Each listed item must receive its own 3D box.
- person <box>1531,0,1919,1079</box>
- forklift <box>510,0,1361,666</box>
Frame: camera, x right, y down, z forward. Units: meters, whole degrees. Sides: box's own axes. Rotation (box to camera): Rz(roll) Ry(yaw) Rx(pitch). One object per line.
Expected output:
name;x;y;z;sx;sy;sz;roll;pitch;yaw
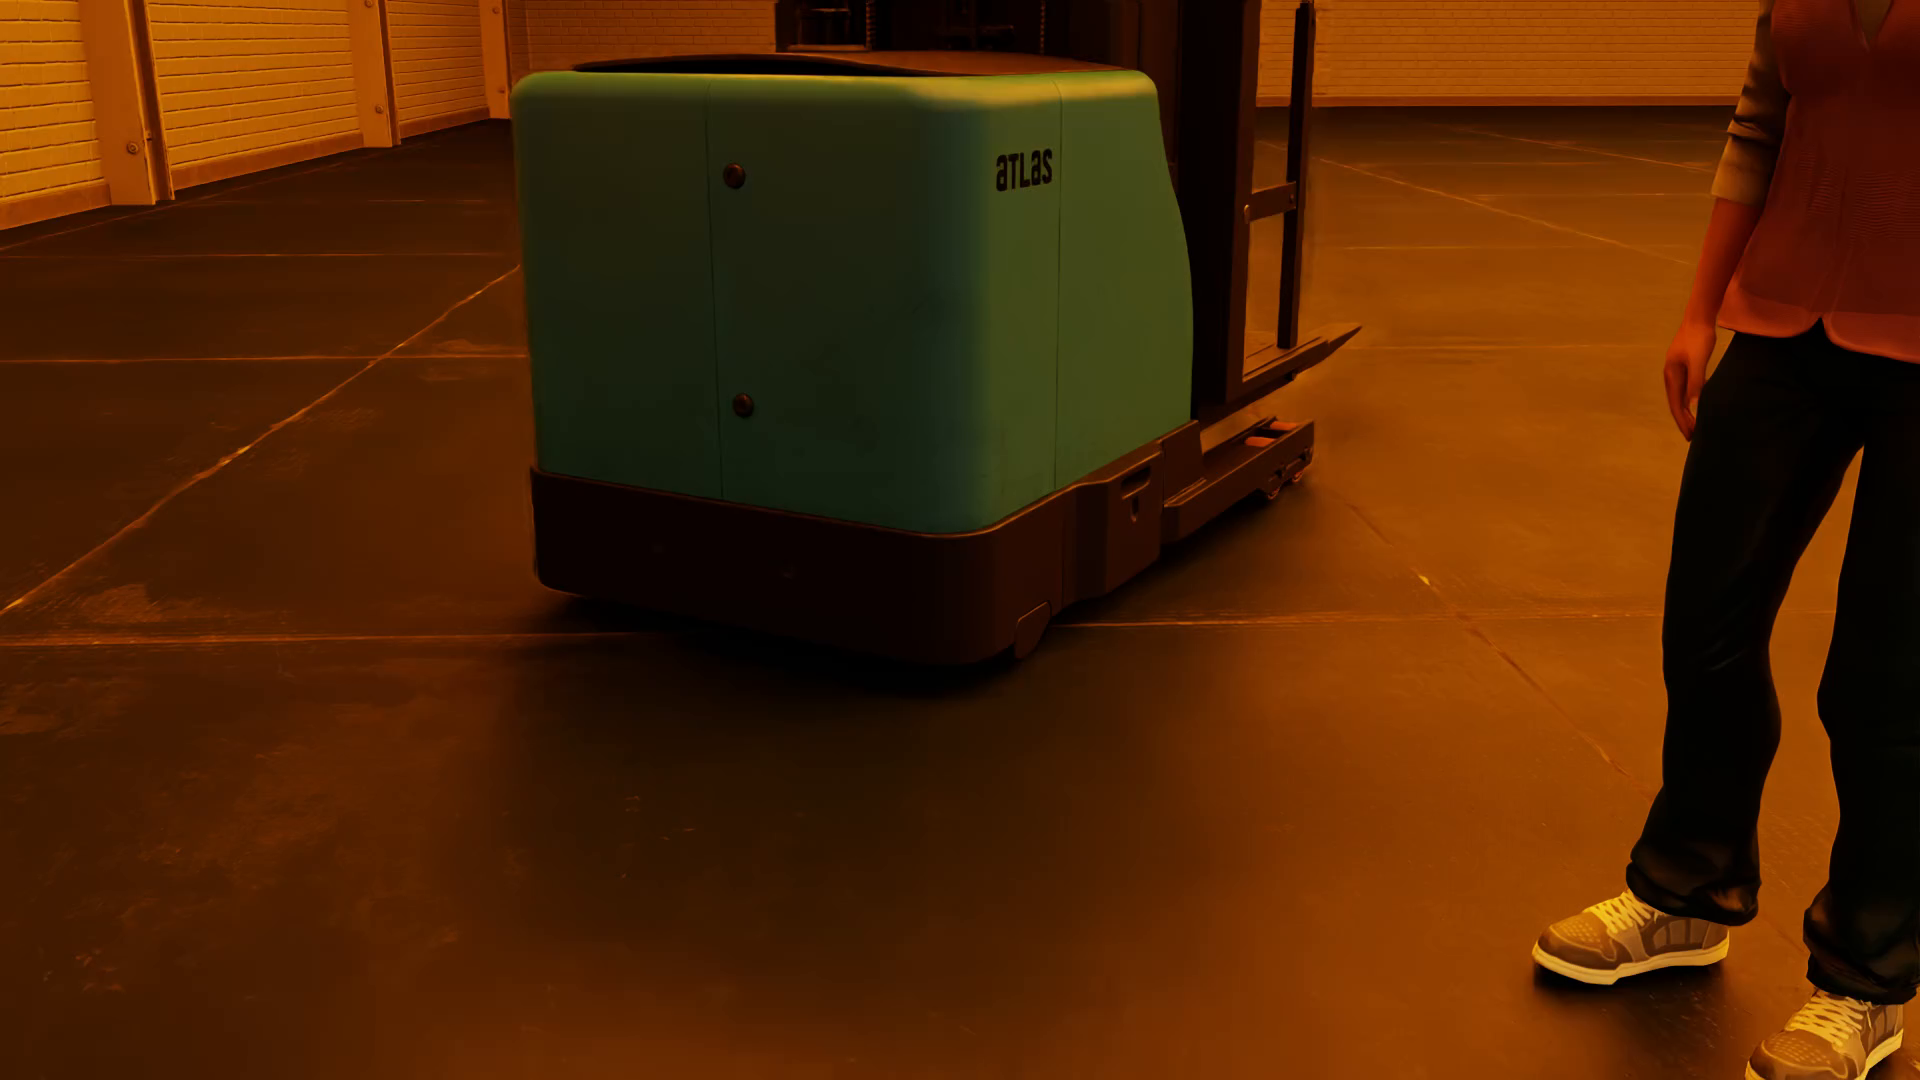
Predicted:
person;0.971;-0.179;1.783;0.349;1.592;0.468;-9;19;-28
forklift;0.289;-1.560;4.006;1.130;2.935;3.031;9;19;28
